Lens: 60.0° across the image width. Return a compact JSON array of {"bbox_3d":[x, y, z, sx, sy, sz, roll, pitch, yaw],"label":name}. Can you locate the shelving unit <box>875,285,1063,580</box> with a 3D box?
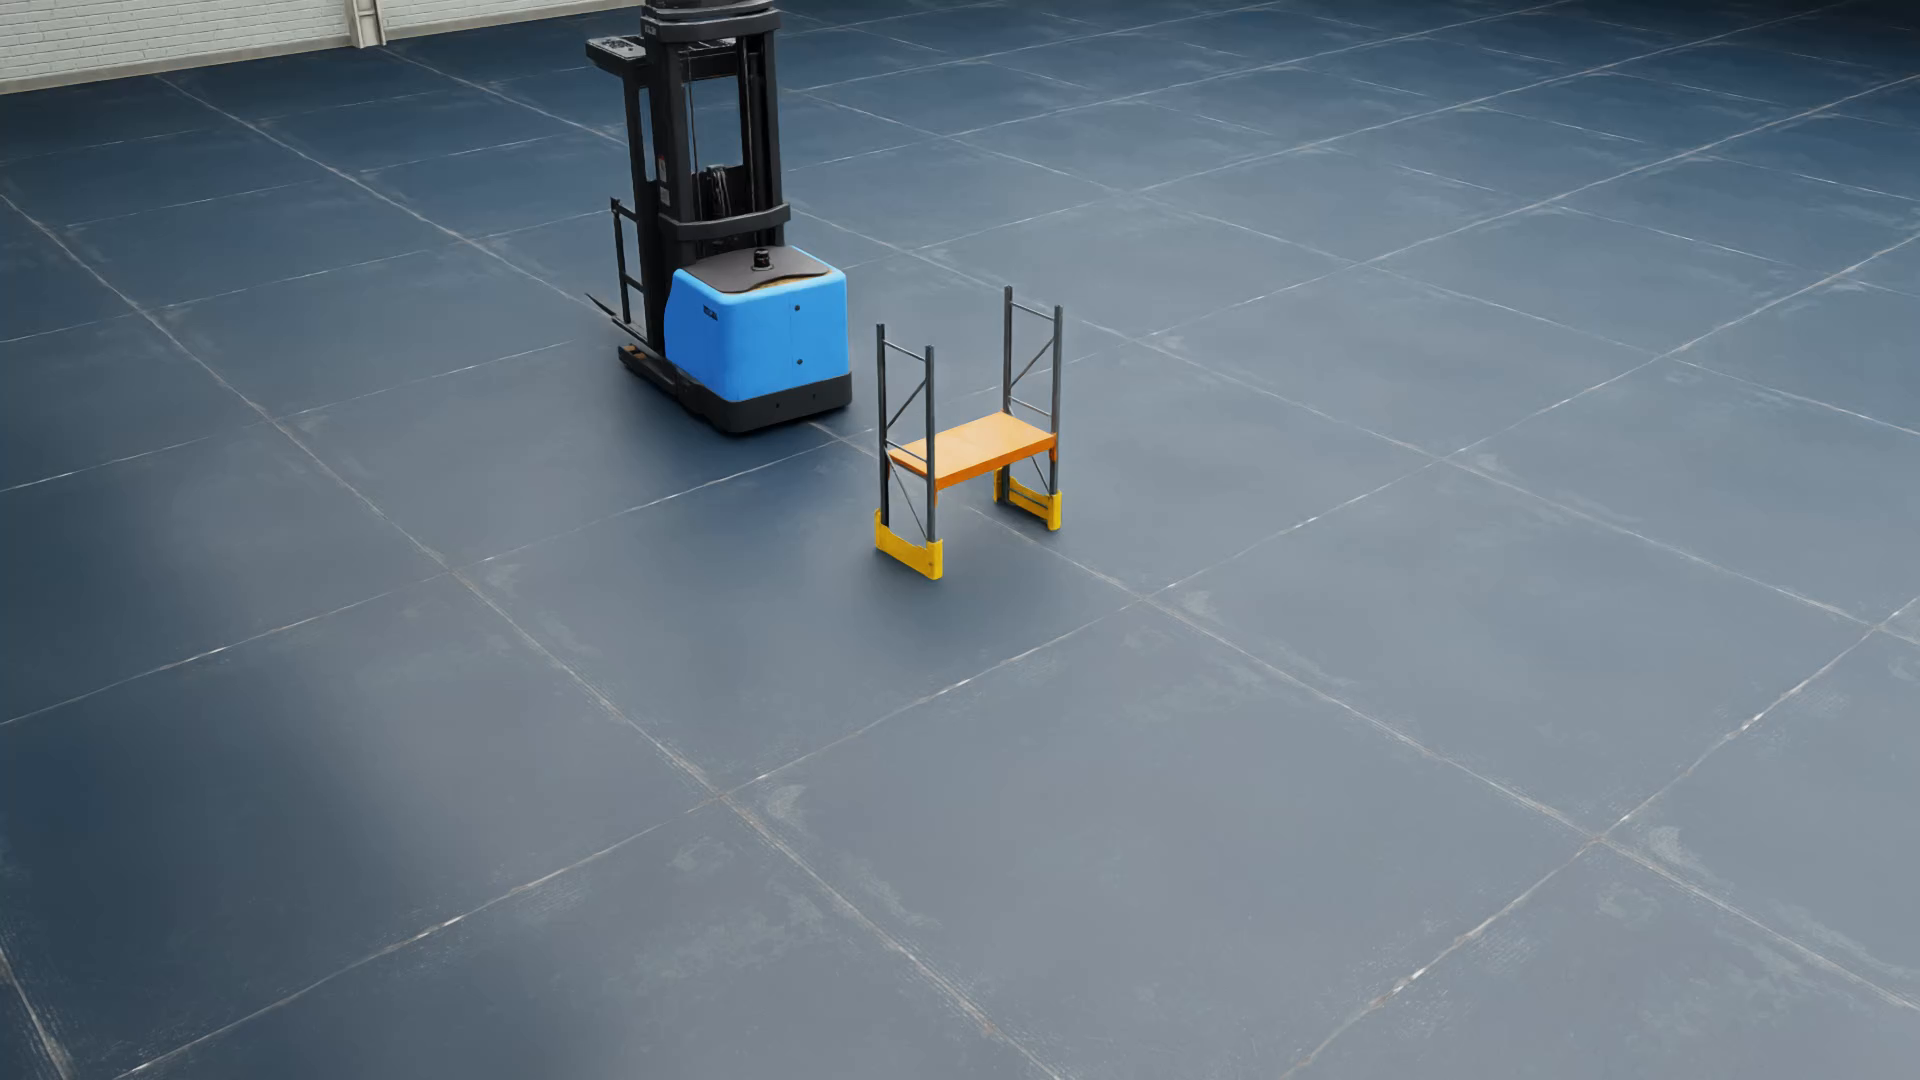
[{"bbox_3d":[0.058,-0.685,10.298,1.083,1.500,0.587,-22,35,-35],"label":"shelving unit"}]

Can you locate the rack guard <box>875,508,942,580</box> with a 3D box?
[{"bbox_3d":[-0.321,0.019,10.308,0.087,0.250,0.587,-22,35,-35],"label":"rack guard"}]

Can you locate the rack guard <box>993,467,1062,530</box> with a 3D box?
[{"bbox_3d":[0.437,-0.286,10.878,0.087,0.250,0.587,-22,35,-35],"label":"rack guard"}]

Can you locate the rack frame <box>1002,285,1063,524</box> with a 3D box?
[{"bbox_3d":[0.452,-0.843,10.595,0.032,1.500,0.500,-22,35,-35],"label":"rack frame"}]

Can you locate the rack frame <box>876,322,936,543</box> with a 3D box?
[{"bbox_3d":[-0.322,-0.532,10.013,0.032,1.500,0.500,-22,35,-35],"label":"rack frame"}]

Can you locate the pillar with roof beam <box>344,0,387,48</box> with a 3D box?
[{"bbox_3d":[-5.718,-9.558,18.946,0.400,9.000,9.100,-22,35,-35],"label":"pillar with roof beam"}]

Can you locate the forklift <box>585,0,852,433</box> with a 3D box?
[{"bbox_3d":[-2.048,-2.706,12.561,1.130,2.935,3.031,-18,33,-30],"label":"forklift"}]

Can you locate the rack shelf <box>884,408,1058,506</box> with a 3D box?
[{"bbox_3d":[0.065,-0.529,10.388,1.000,0.185,0.538,-22,35,-35],"label":"rack shelf"}]
